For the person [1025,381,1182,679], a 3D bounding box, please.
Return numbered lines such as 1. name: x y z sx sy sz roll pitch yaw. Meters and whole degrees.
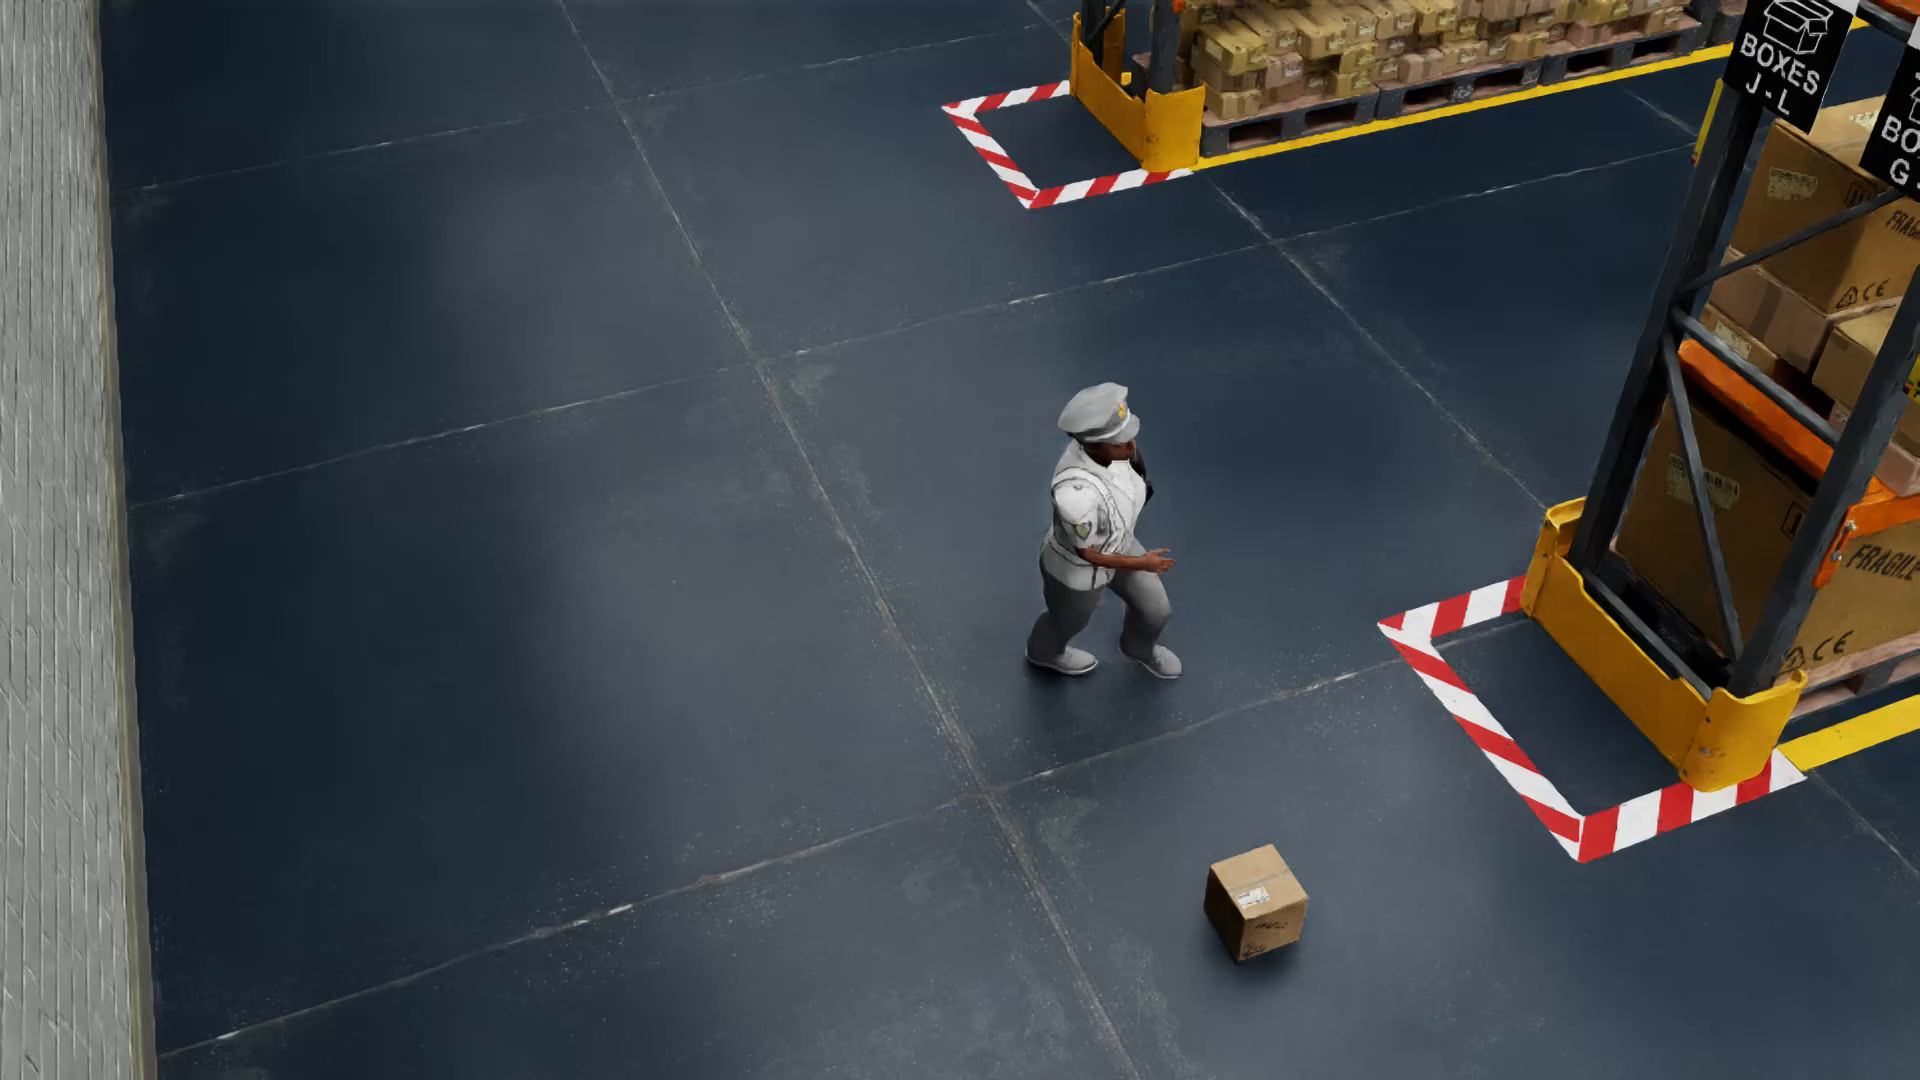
1. person: 0.506 0.016 6.158 0.608 1.659 0.665 19 45 20
